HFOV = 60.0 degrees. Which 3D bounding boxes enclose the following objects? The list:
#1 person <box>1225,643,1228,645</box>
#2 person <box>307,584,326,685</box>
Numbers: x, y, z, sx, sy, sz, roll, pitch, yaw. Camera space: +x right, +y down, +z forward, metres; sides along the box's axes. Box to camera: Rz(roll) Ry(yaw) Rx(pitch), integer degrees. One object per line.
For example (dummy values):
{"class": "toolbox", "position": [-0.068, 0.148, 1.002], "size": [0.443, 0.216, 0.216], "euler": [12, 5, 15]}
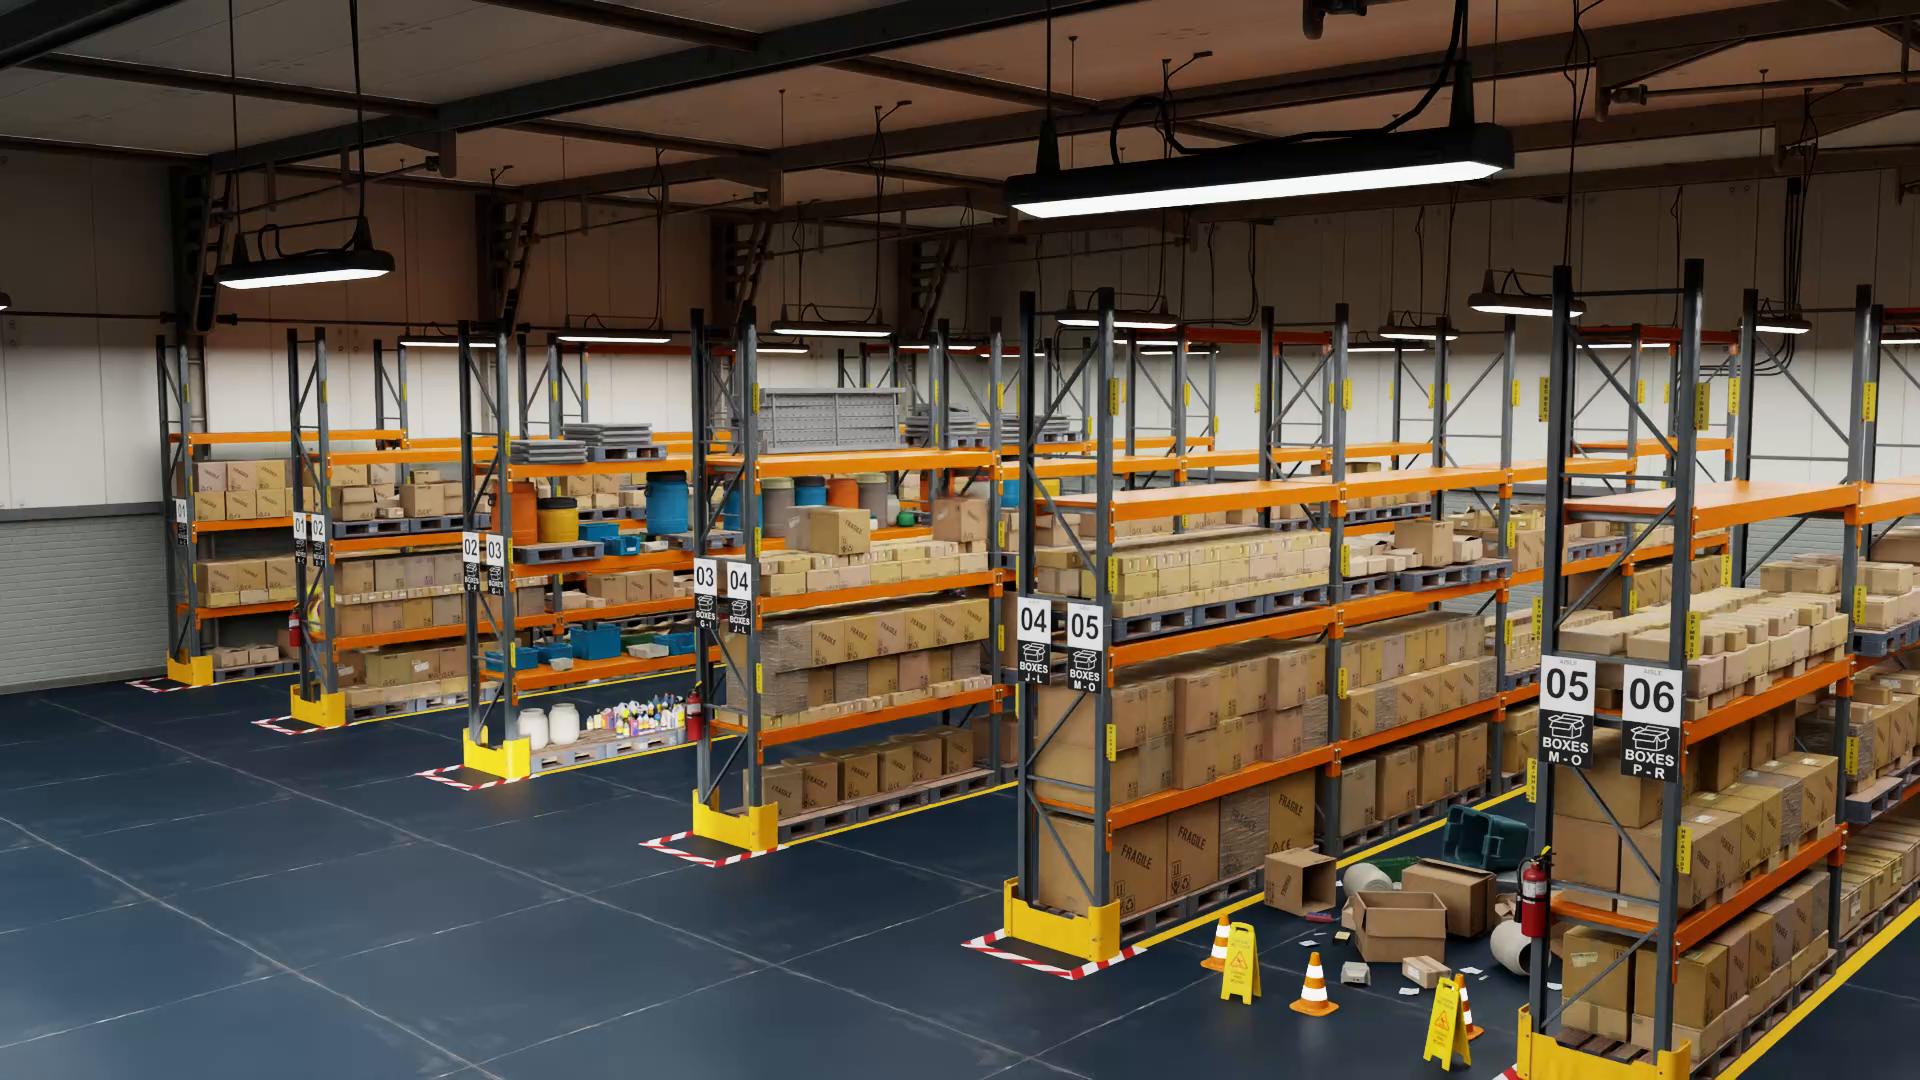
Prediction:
{"class": "person", "position": [3.673, 2.197, 22.737], "size": [0.530, 1.675, 0.515], "euler": [-4, 7, -36]}
{"class": "person", "position": [-10.950, 1.616, 28.635], "size": [0.672, 1.746, 0.619], "euler": [5, 7, 44]}
